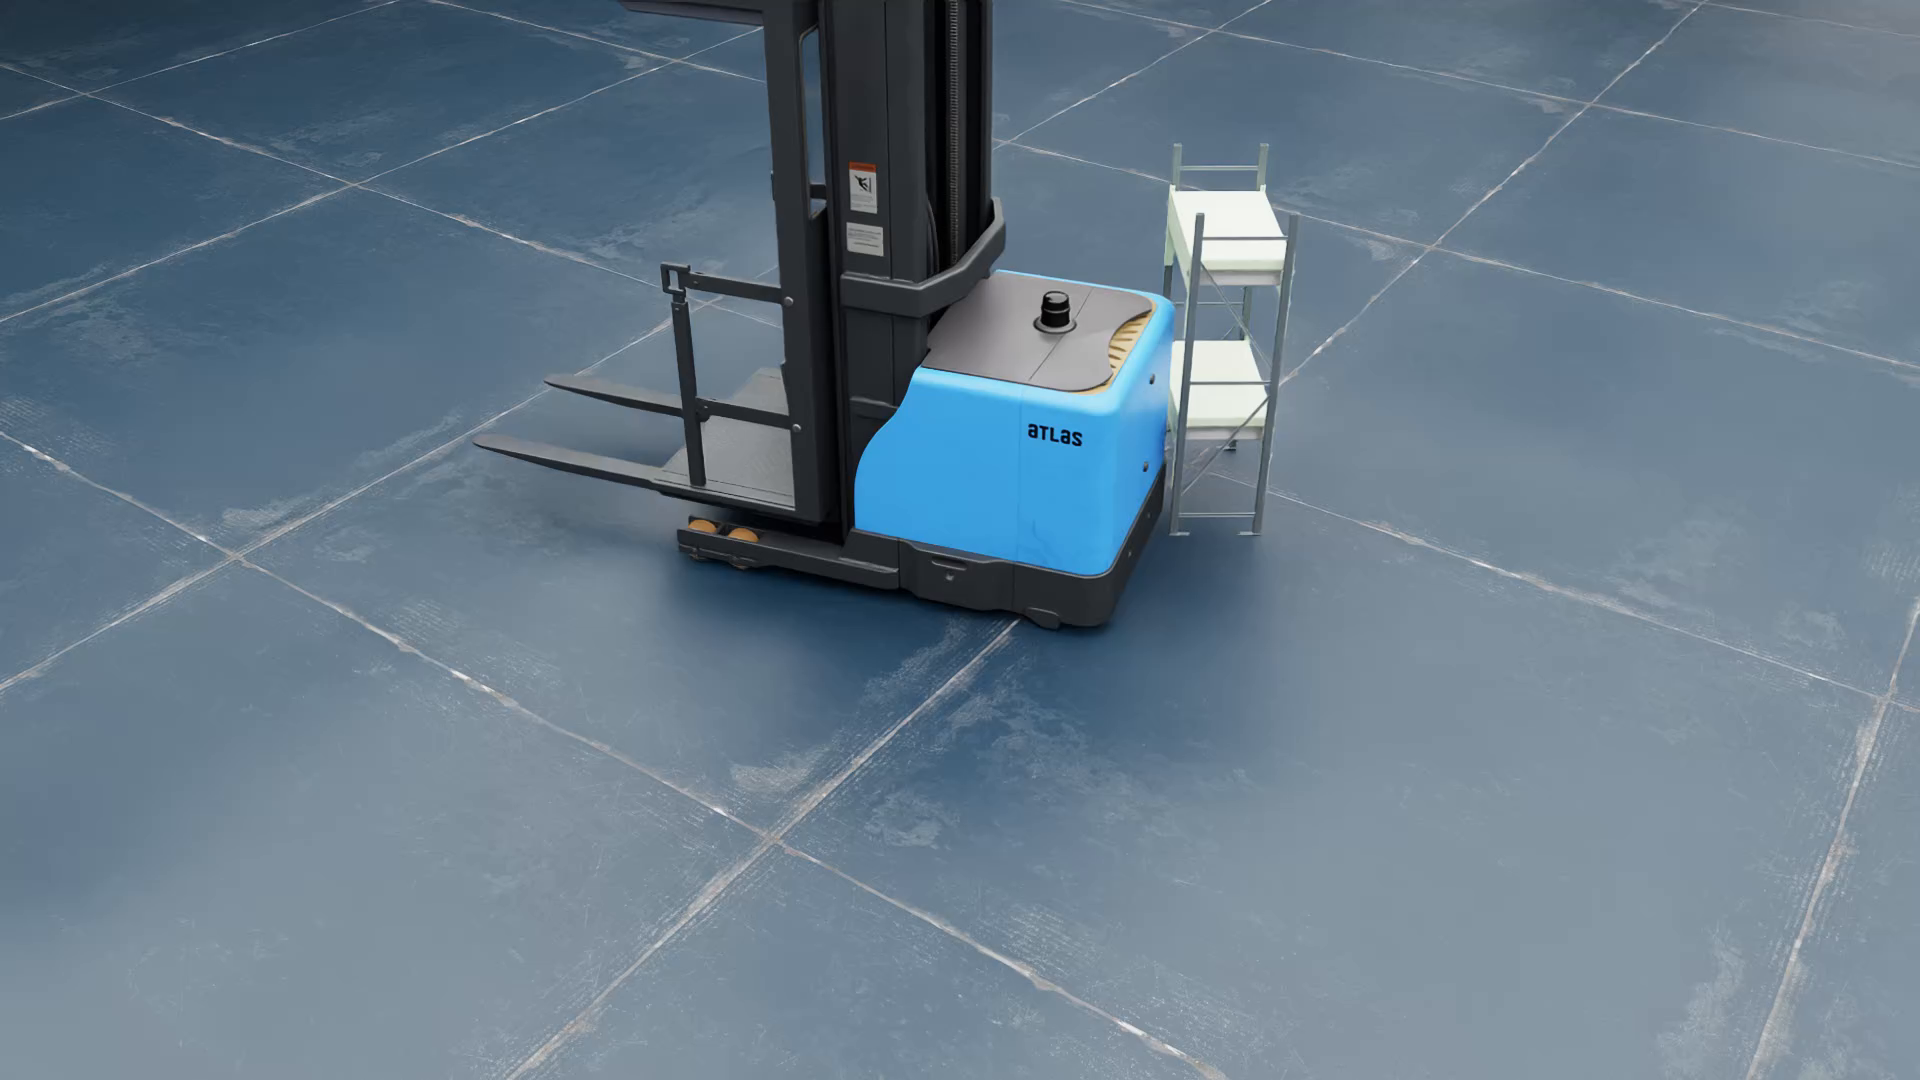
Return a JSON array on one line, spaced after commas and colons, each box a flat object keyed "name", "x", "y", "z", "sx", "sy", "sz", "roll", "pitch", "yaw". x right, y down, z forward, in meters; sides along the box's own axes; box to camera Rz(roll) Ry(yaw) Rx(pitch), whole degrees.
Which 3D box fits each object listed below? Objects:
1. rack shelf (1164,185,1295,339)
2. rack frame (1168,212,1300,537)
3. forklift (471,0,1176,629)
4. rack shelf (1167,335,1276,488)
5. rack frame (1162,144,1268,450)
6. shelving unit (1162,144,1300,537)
[{"name": "rack shelf", "x": 1.110, "y": -1.172, "z": 6.947, "sx": 0.431, "sy": 0.370, "sz": 0.720, "roll": 0, "pitch": 34, "yaw": 0}, {"name": "rack frame", "x": 1.114, "y": -0.644, "z": 6.863, "sx": 0.400, "sy": 1.500, "sz": 0.023, "roll": 0, "pitch": 34, "yaw": 0}, {"name": "forklift", "x": -0.675, "y": -1.359, "z": 6.644, "sx": 3.031, "sy": 2.935, "sz": 1.130, "roll": 12, "pitch": 36, "yaw": 17}, {"name": "rack shelf", "x": 1.110, "y": -0.579, "z": 7.349, "sx": 0.431, "sy": 0.370, "sz": 0.720, "roll": 0, "pitch": 34, "yaw": 0}, {"name": "rack frame", "x": 1.106, "y": -1.054, "z": 7.469, "sx": 0.400, "sy": 1.500, "sz": 0.023, "roll": 0, "pitch": 34, "yaw": 0}, {"name": "shelving unit", "x": 1.110, "y": -0.849, "z": 7.166, "sx": 0.431, "sy": 1.500, "sz": 0.755, "roll": 0, "pitch": 34, "yaw": 0}]
